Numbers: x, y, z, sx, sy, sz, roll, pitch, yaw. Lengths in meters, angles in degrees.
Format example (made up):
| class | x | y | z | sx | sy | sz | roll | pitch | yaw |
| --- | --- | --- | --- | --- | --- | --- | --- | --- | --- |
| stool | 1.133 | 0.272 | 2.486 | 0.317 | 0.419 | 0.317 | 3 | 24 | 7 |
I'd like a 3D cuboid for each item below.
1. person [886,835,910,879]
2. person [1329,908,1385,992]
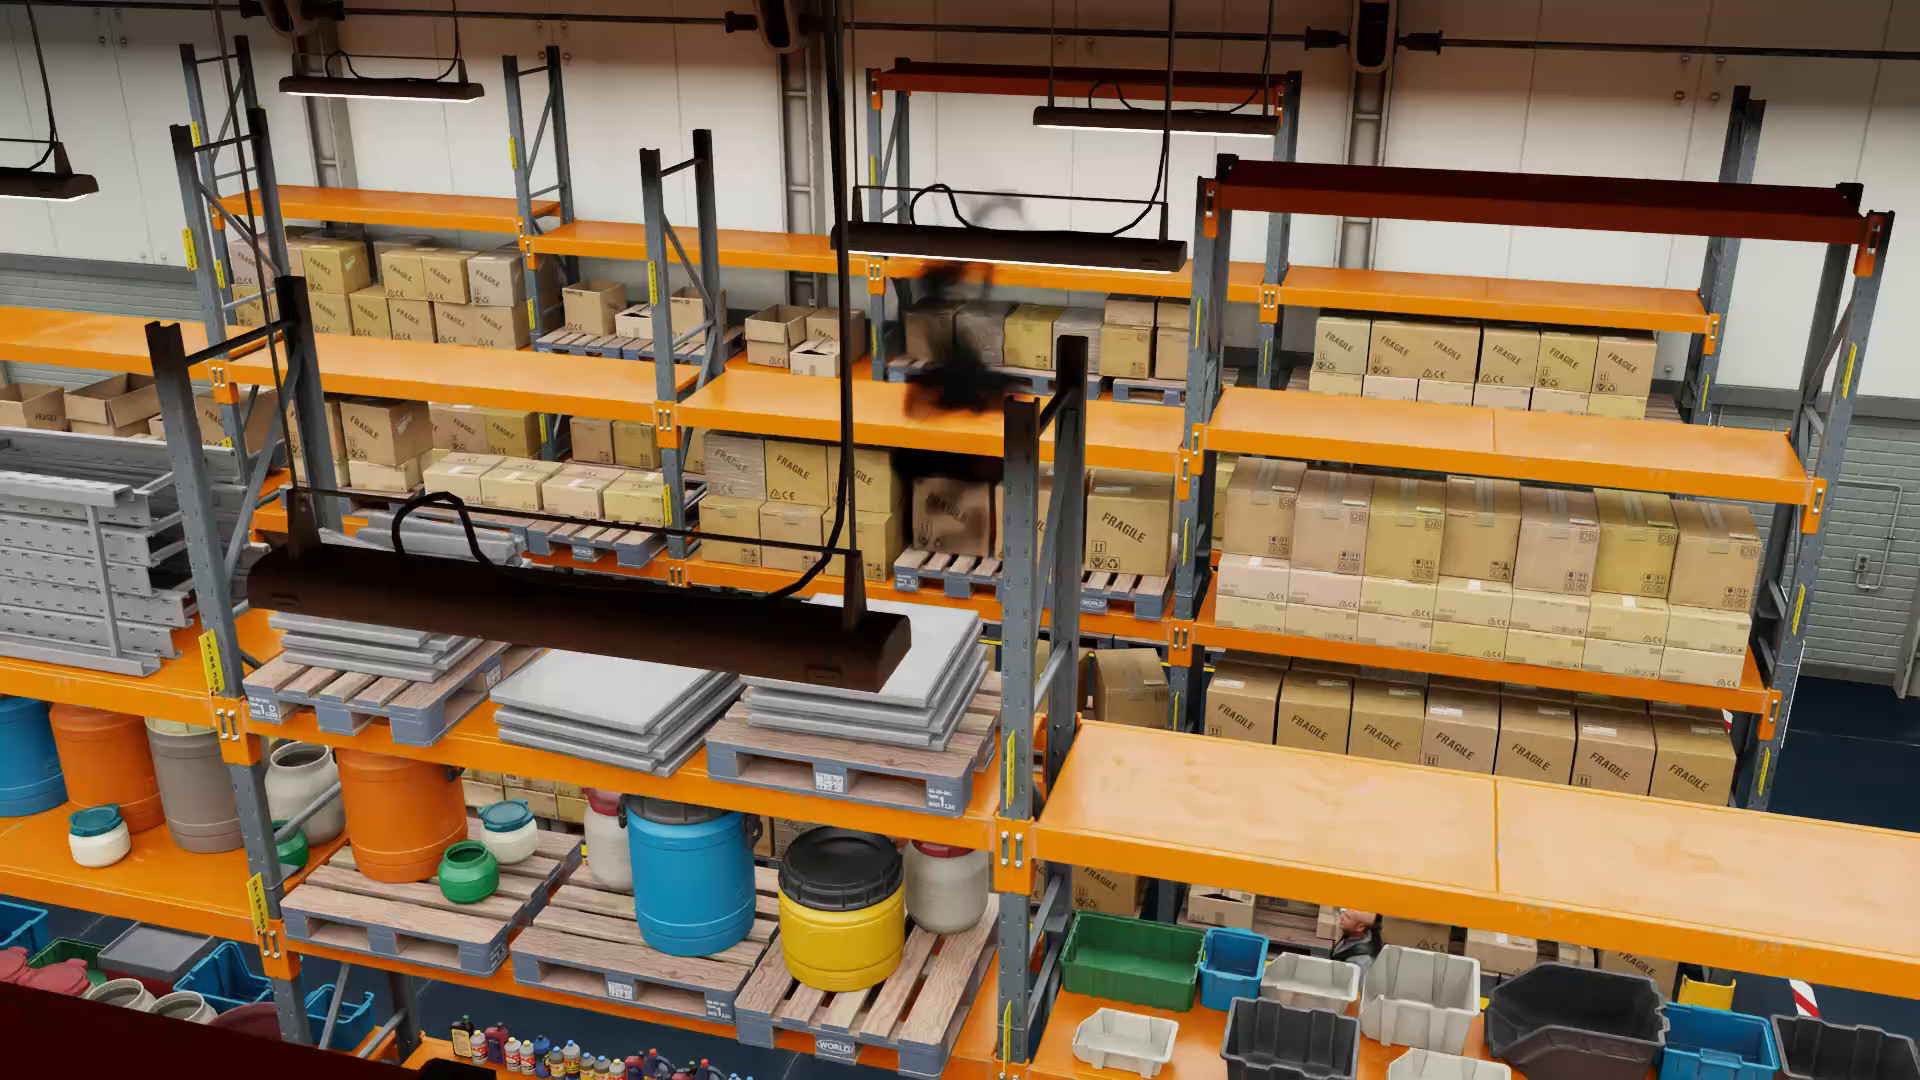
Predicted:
| class | x | y | z | sx | sy | sz | roll | pitch | yaw |
| --- | --- | --- | --- | --- | --- | --- | --- | --- | --- |
| person | -0.409 | 2.696 | 11.393 | 0.801 | 1.810 | 0.675 | 1 | 23 | 3 |
| person | 2.604 | 3.086 | 11.019 | 0.871 | 1.612 | 0.660 | 4 | 23 | 9 |
